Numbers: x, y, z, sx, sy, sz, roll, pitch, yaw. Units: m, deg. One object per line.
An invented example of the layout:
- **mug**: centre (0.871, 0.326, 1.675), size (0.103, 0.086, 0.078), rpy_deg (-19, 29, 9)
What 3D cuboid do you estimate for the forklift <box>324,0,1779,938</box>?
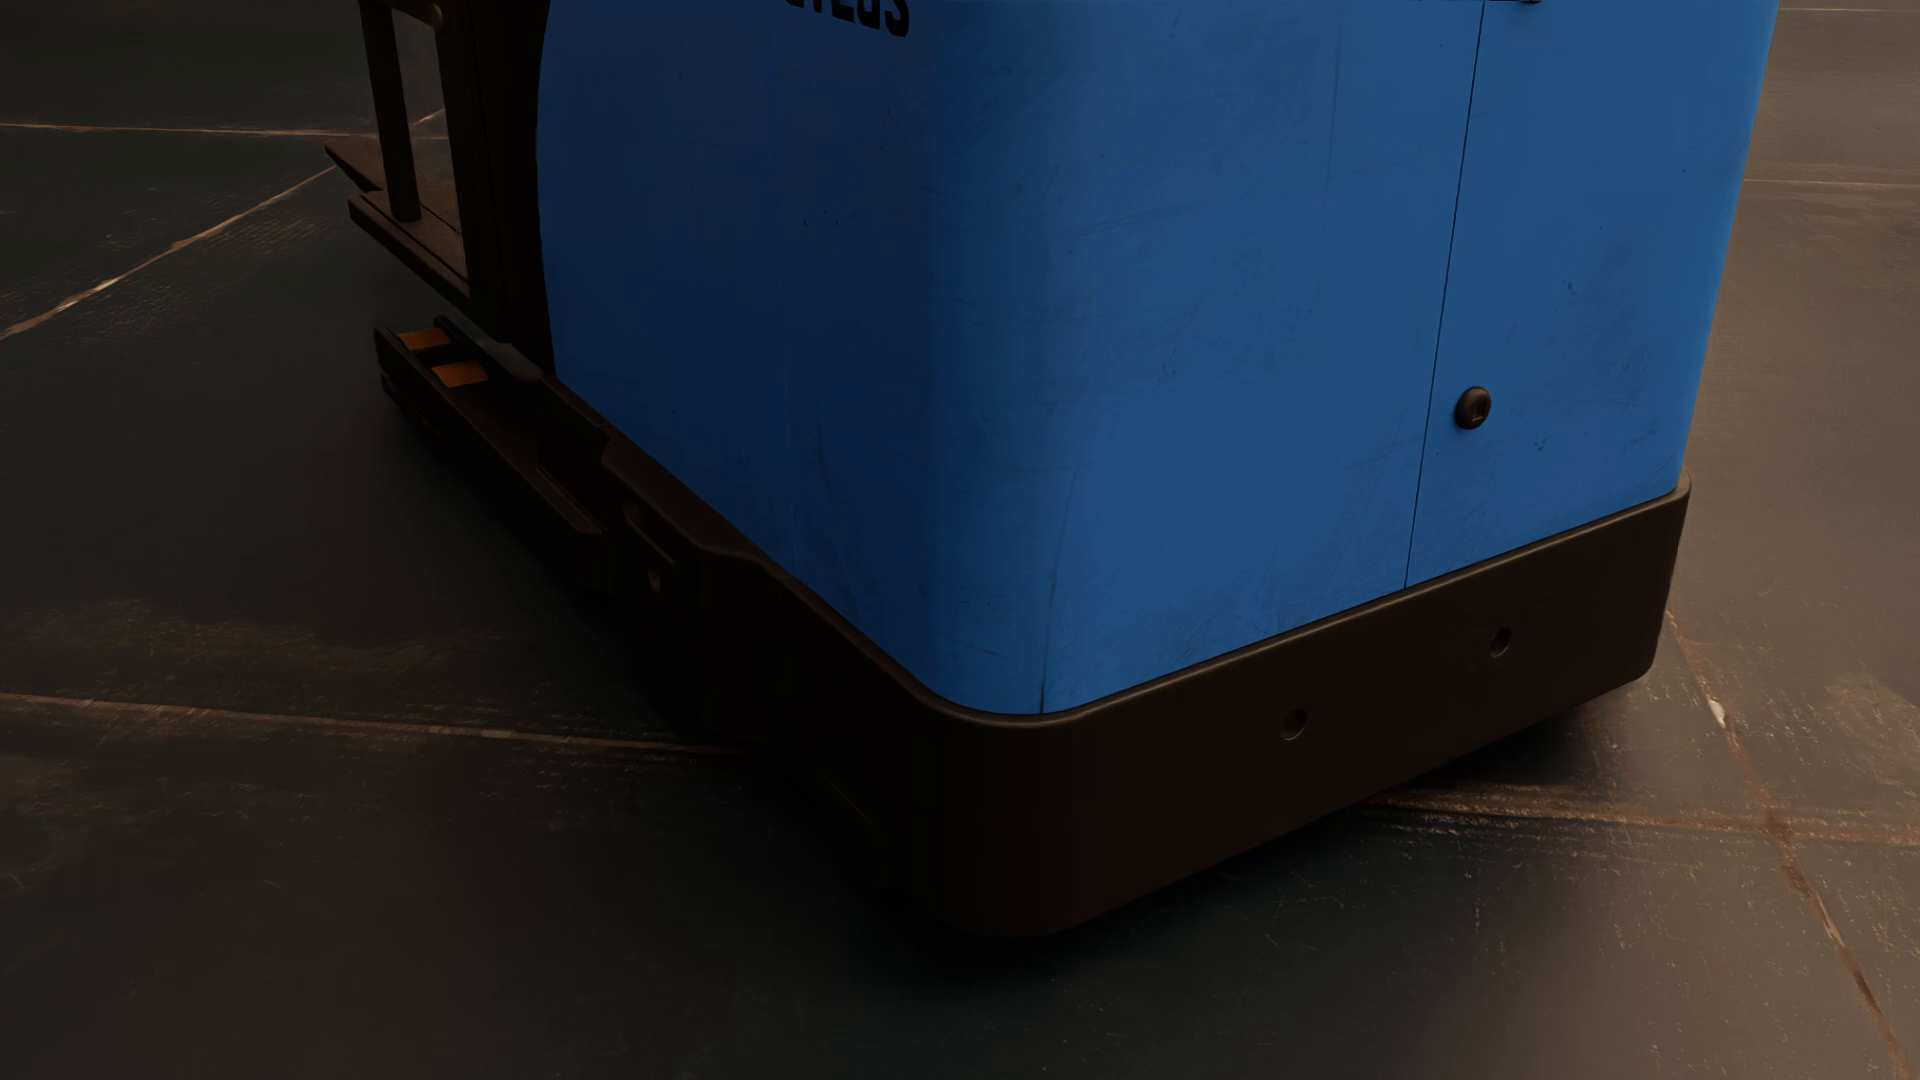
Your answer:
- **forklift**: centre (-0.360, -1.545, 2.314), size (1.130, 2.935, 3.031), rpy_deg (-16, 31, -29)
